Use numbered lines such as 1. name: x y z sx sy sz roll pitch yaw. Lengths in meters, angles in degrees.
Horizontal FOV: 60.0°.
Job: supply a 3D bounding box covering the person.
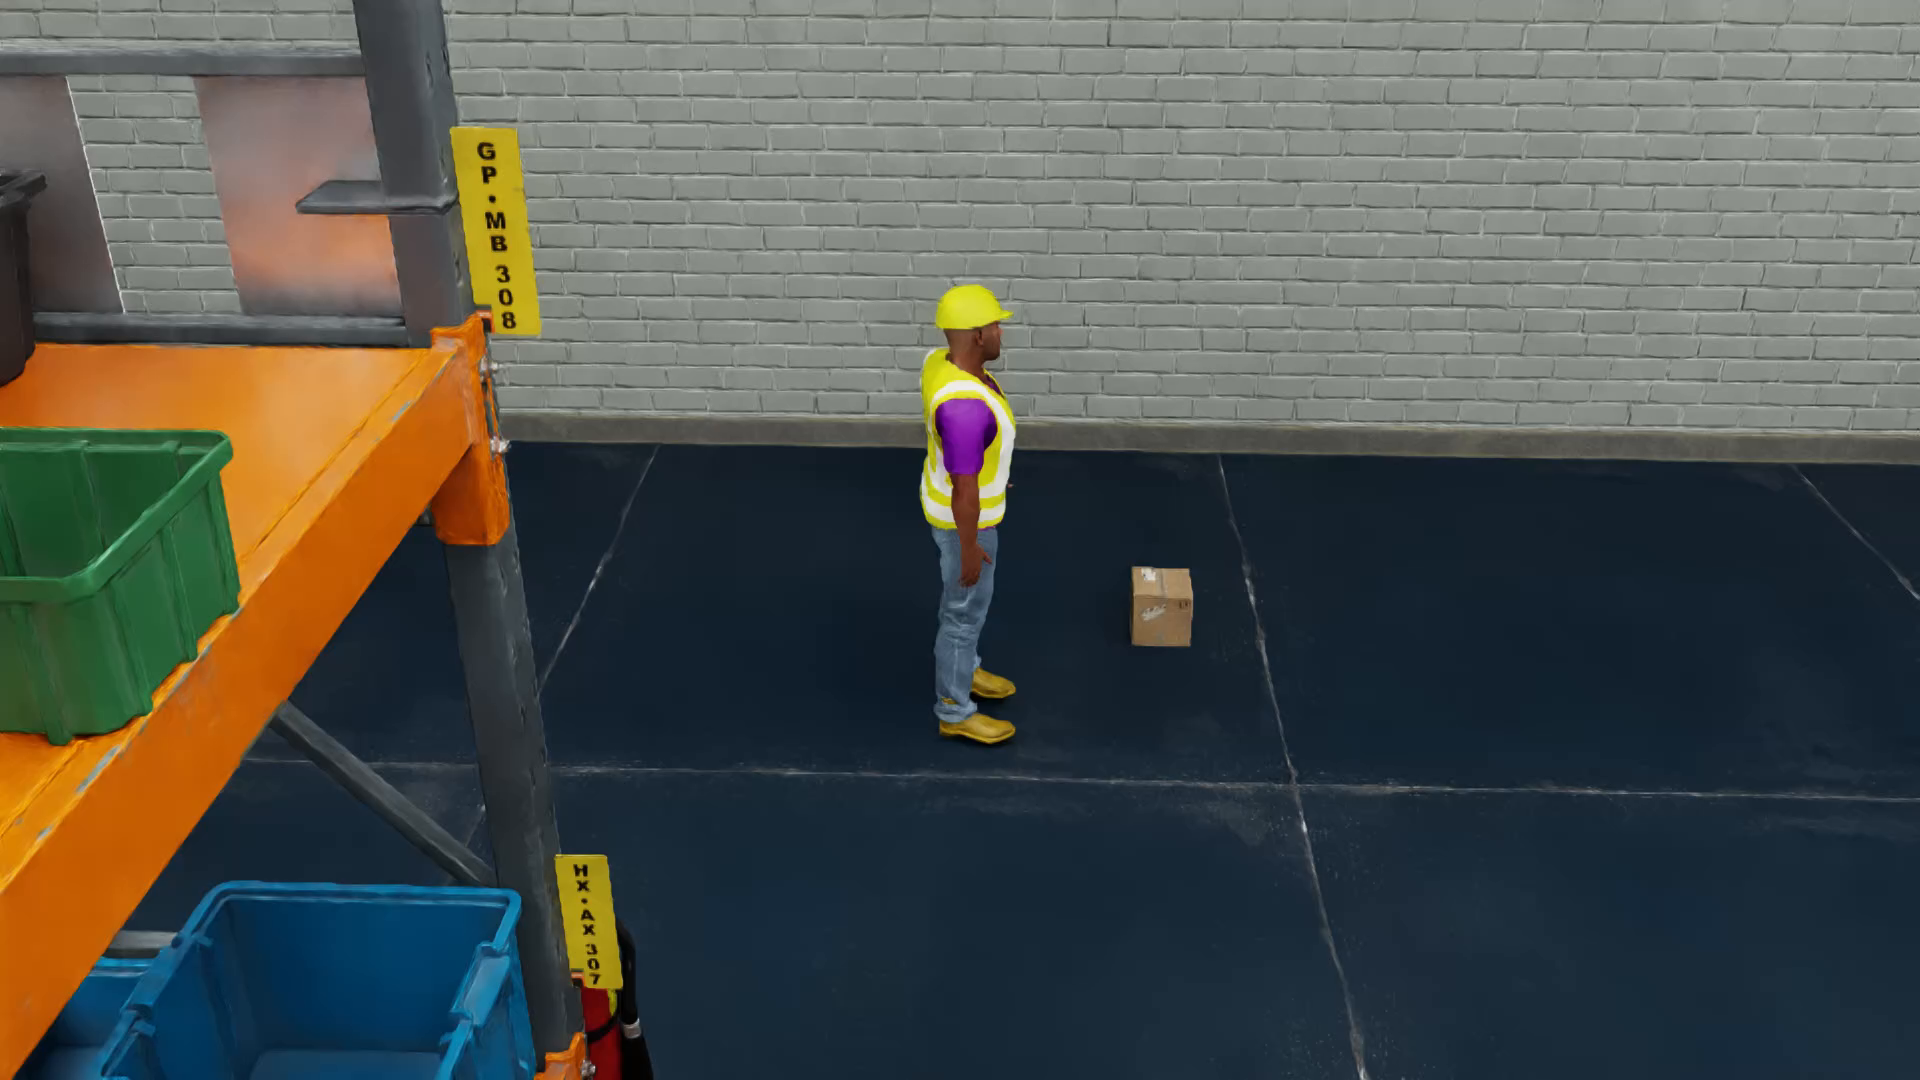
1. person: 0.042 -0.111 6.252 0.381 1.772 0.625 -2 28 -4
